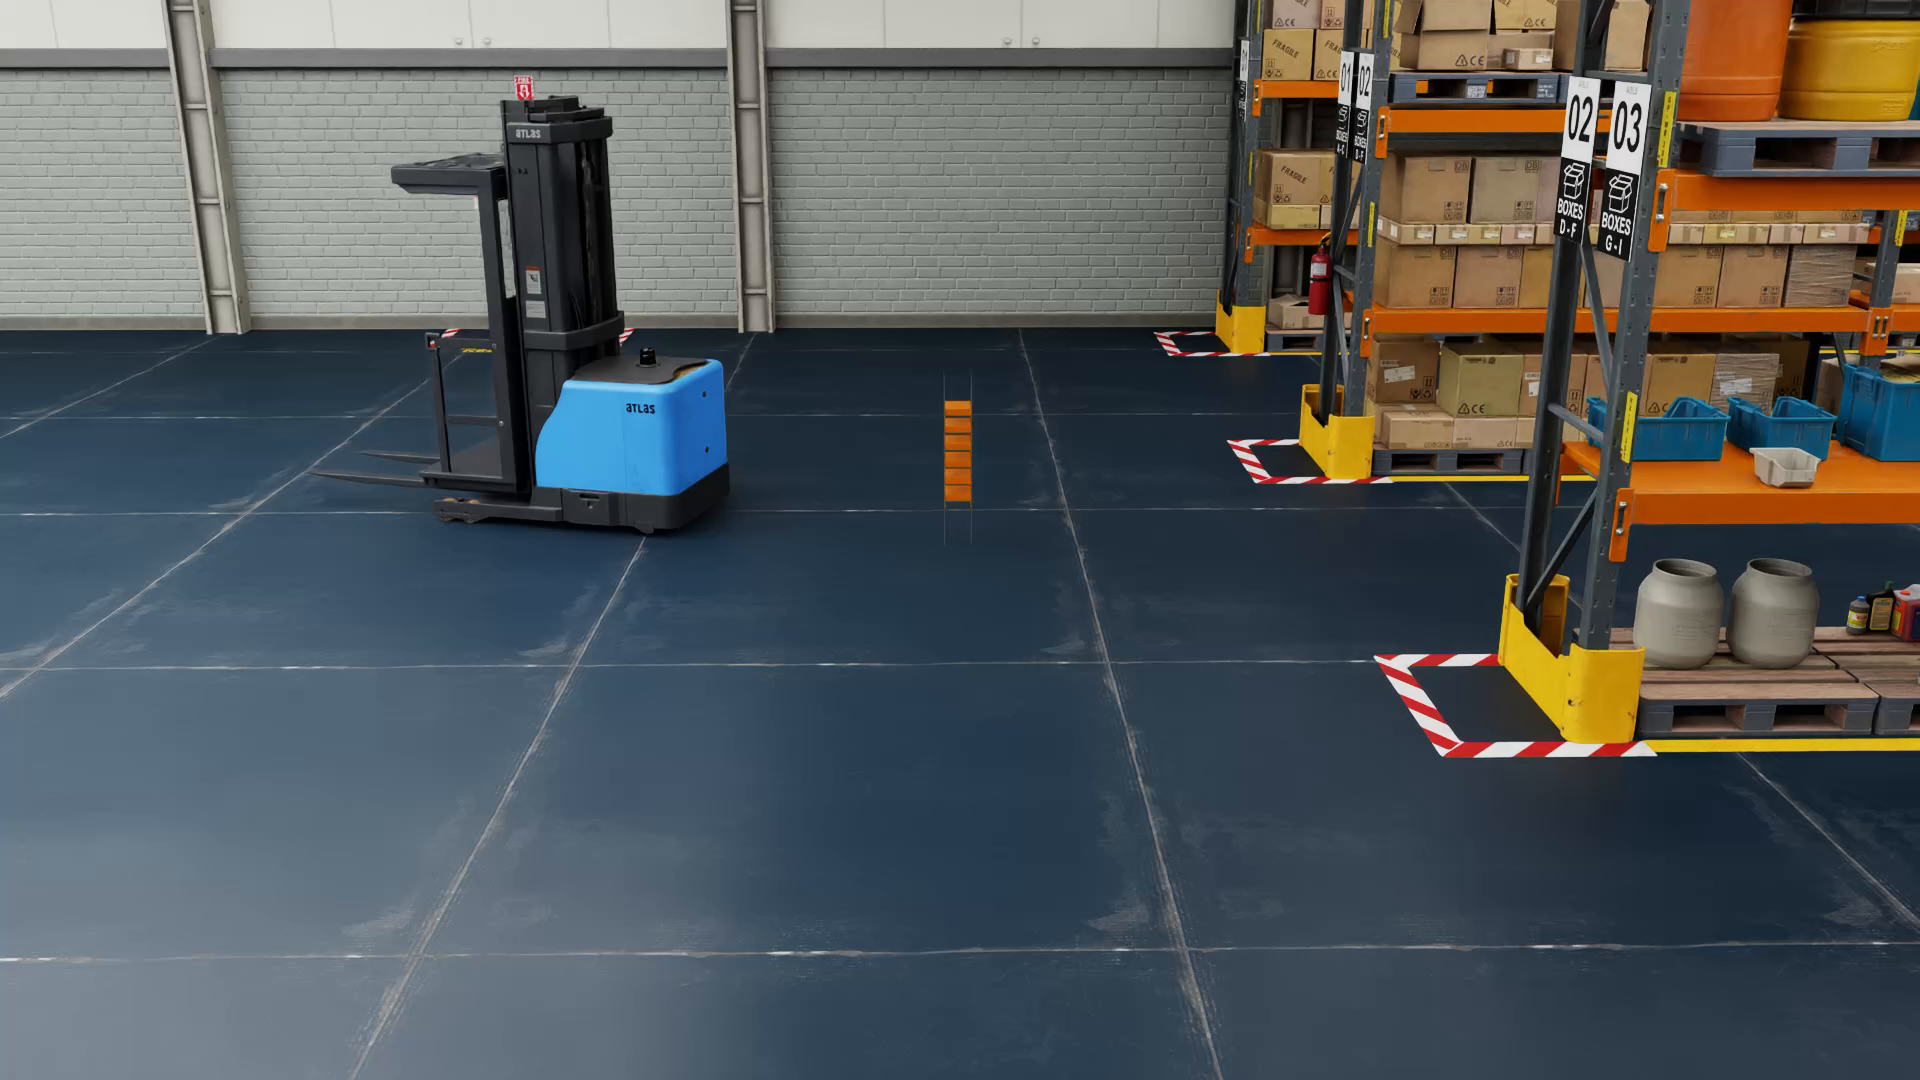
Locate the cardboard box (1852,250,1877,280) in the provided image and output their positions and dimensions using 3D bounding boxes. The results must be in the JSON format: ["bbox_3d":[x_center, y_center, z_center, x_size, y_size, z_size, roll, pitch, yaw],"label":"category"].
[{"bbox_3d":[9.701,-3.006,18.151,0.500,0.250,0.500,0,18,0],"label":"cardboard box"}]

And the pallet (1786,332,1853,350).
[{"bbox_3d":[8.993,-2.296,18.360,1.213,0.211,1.003,0,18,-1],"label":"pallet"}]

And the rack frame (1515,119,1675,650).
[{"bbox_3d":[3.149,-0.568,8.408,0.127,3.000,1.000,0,18,-1],"label":"rack frame"}]

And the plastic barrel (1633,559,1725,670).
[{"bbox_3d":[3.805,0.390,8.806,0.421,0.512,0.421,0,18,0],"label":"plastic barrel"}]

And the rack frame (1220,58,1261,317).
[{"bbox_3d":[2.992,-3.594,17.840,0.127,3.000,1.000,0,18,-1],"label":"rack frame"}]

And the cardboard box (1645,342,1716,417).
[{"bbox_3d":[5.613,-1.277,13.203,0.500,0.500,0.500,0,18,-1],"label":"cardboard box"}]

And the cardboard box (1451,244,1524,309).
[{"bbox_3d":[4.066,-2.131,13.116,0.500,0.500,0.700,0,18,1],"label":"cardboard box"}]

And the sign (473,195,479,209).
[{"bbox_3d":[-5.347,-3.878,18.668,0.234,0.329,0.001,0,18,-1],"label":"sign"}]

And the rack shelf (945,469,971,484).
[{"bbox_3d":[-0.014,-0.415,11.414,0.180,0.103,0.258,0,18,-1],"label":"rack shelf"}]

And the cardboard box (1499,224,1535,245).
[{"bbox_3d":[4.236,-2.377,12.821,0.250,0.149,0.380,-1,18,-2],"label":"cardboard box"}]

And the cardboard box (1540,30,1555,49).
[{"bbox_3d":[4.777,-3.822,12.870,0.500,0.311,0.500,2,18,6],"label":"cardboard box"}]

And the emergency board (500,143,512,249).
[{"bbox_3d":[-4.792,-3.832,18.583,0.643,1.169,0.194,0,18,-1],"label":"emergency board"}]

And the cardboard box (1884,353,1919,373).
[{"bbox_3d":[7.994,-1.352,13.747,0.500,0.311,0.500,0,18,1],"label":"cardboard box"}]

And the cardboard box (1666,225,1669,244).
[{"bbox_3d":[5.270,-2.382,12.837,0.250,0.149,0.380,0,18,1],"label":"cardboard box"}]

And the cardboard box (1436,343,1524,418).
[{"bbox_3d":[4.114,-1.266,13.171,0.500,0.500,0.500,0,18,-1],"label":"cardboard box"}]

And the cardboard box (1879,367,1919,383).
[{"bbox_3d":[7.491,-1.184,13.223,0.500,0.311,0.500,0,18,-1],"label":"cardboard box"}]

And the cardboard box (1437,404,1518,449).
[{"bbox_3d":[4.114,-0.910,13.287,0.500,0.250,0.500,0,18,-1],"label":"cardboard box"}]

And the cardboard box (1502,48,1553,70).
[{"bbox_3d":[4.253,-3.608,12.468,0.250,0.149,0.380,0,18,-1],"label":"cardboard box"}]

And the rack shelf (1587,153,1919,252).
[{"bbox_3d":[5.148,-1.663,8.089,4.000,0.370,1.077,0,18,-1],"label":"rack shelf"}]

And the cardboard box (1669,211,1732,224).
[{"bbox_3d":[5.624,-2.756,12.942,0.500,0.500,0.700,0,18,-1],"label":"cardboard box"}]

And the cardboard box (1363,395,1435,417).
[{"bbox_3d":[3.606,-1.064,13.769,0.500,0.250,0.500,0,18,-1],"label":"cardboard box"}]

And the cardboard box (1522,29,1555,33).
[{"bbox_3d":[5.985,-5.022,17.185,0.500,0.500,0.500,-2,18,-6],"label":"cardboard box"}]

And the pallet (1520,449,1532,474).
[{"bbox_3d":[5.055,-0.775,13.617,1.213,0.211,1.003,0,18,-1],"label":"pallet"}]

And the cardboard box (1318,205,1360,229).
[{"bbox_3d":[4.004,-3.444,17.586,0.500,0.250,0.500,-1,18,-3],"label":"cardboard box"}]

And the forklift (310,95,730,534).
[{"bbox_3d":[-3.289,-1.665,11.941,3.031,2.935,1.130,5,18,14],"label":"forklift"}]

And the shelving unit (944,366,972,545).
[{"bbox_3d":[-0.014,-0.571,11.364,0.189,1.200,0.258,0,18,-1],"label":"shelving unit"}]

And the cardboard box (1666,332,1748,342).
[{"bbox_3d":[6.105,-1.437,13.701,0.500,0.500,0.500,0,18,-1],"label":"cardboard box"}]

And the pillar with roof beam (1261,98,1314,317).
[{"bbox_3d":[3.746,-5.403,13.659,0.400,9.000,9.100,0,18,-1],"label":"pillar with roof beam"}]

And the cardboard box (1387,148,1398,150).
[{"bbox_3d":[4.480,-3.959,17.965,0.500,0.500,0.500,-1,18,-2],"label":"cardboard box"}]

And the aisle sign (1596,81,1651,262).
[{"bbox_3d":[3.081,-1.716,7.731,0.004,0.787,0.394,0,18,-1],"label":"aisle sign"}]

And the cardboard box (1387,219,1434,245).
[{"bbox_3d":[3.470,-2.374,12.810,0.250,0.149,0.380,0,18,-1],"label":"cardboard box"}]

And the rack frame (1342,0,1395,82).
[{"bbox_3d":[3.074,-4.938,12.207,0.127,3.000,1.000,0,18,-1],"label":"rack frame"}]

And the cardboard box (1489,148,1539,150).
[{"bbox_3d":[6.001,-3.969,17.993,0.500,0.500,0.500,0,18,-1],"label":"cardboard box"}]

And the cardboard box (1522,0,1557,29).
[{"bbox_3d":[5.944,-5.484,16.987,0.500,0.500,0.500,1,18,2],"label":"cardboard box"}]

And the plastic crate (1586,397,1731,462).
[{"bbox_3d":[3.644,-0.591,8.723,0.616,0.251,0.499,0,18,-1],"label":"plastic crate"}]

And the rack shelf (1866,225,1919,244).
[{"bbox_3d":[8.991,-3.280,18.040,4.000,0.370,1.077,0,18,-1],"label":"rack shelf"}]

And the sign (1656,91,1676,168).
[{"bbox_3d":[3.153,-1.833,7.424,0.005,0.325,0.100,0,18,-1],"label":"sign"}]

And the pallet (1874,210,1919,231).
[{"bbox_3d":[10.280,-3.505,17.878,1.003,0.211,1.213,0,18,-1],"label":"pallet"}]

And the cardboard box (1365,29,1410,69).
[{"bbox_3d":[4.387,-5.000,17.116,0.500,0.500,0.500,1,18,2],"label":"cardboard box"}]

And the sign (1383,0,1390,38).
[{"bbox_3d":[3.077,-3.794,11.991,0.005,0.325,0.100,0,18,-1],"label":"sign"}]

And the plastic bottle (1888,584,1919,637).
[{"bbox_3d":[5.230,0.384,9.179,0.135,0.276,0.152,0,18,0],"label":"plastic bottle"}]

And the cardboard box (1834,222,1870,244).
[{"bbox_3d":[6.805,-2.390,12.862,0.250,0.149,0.380,0,18,-1],"label":"cardboard box"}]

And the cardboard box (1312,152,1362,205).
[{"bbox_3d":[3.969,-3.799,17.464,0.500,0.500,0.500,0,18,-1],"label":"cardboard box"}]

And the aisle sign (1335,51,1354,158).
[{"bbox_3d":[3.004,-3.408,13.005,0.004,0.787,0.394,0,18,-1],"label":"aisle sign"}]

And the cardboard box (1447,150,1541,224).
[{"bbox_3d":[4.120,-2.749,12.919,0.500,0.500,0.700,-1,18,-2],"label":"cardboard box"}]

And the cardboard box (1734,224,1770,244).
[{"bbox_3d":[6.033,-2.386,12.848,0.250,0.149,0.380,0,18,-1],"label":"cardboard box"}]

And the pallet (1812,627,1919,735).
[{"bbox_3d":[5.253,0.738,8.902,1.213,0.211,1.003,0,18,-1],"label":"pallet"}]

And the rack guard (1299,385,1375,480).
[{"bbox_3d":[3.050,-0.891,13.505,0.348,0.500,1.175,0,18,-1],"label":"rack guard"}]

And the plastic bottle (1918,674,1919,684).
[{"bbox_3d":[4.966,0.608,8.488,0.097,0.271,0.097,0,18,0],"label":"plastic bottle"}]

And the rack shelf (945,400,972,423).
[{"bbox_3d":[-0.014,-0.872,11.268,0.180,0.103,0.258,0,18,-1],"label":"rack shelf"}]

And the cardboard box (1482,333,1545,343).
[{"bbox_3d":[4.605,-1.431,13.685,0.500,0.500,0.500,0,18,-1],"label":"cardboard box"}]

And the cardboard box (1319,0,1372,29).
[{"bbox_3d":[3.884,-5.470,16.945,0.500,0.500,0.500,0,18,-1],"label":"cardboard box"}]

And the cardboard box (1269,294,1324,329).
[{"bbox_3d":[3.685,-2.499,18.108,0.500,0.311,0.500,-2,18,-7],"label":"cardboard box"}]

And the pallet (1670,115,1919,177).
[{"bbox_3d":[3.977,-1.881,7.898,1.213,0.211,1.003,0,18,-1],"label":"pallet"}]

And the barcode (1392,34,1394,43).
[{"bbox_3d":[3.368,-3.934,13.041,0.075,0.075,0.001,0,18,-1],"label":"barcode"}]

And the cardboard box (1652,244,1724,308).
[{"bbox_3d":[5.601,-2.138,13.138,0.500,0.500,0.700,0,18,0],"label":"cardboard box"}]
